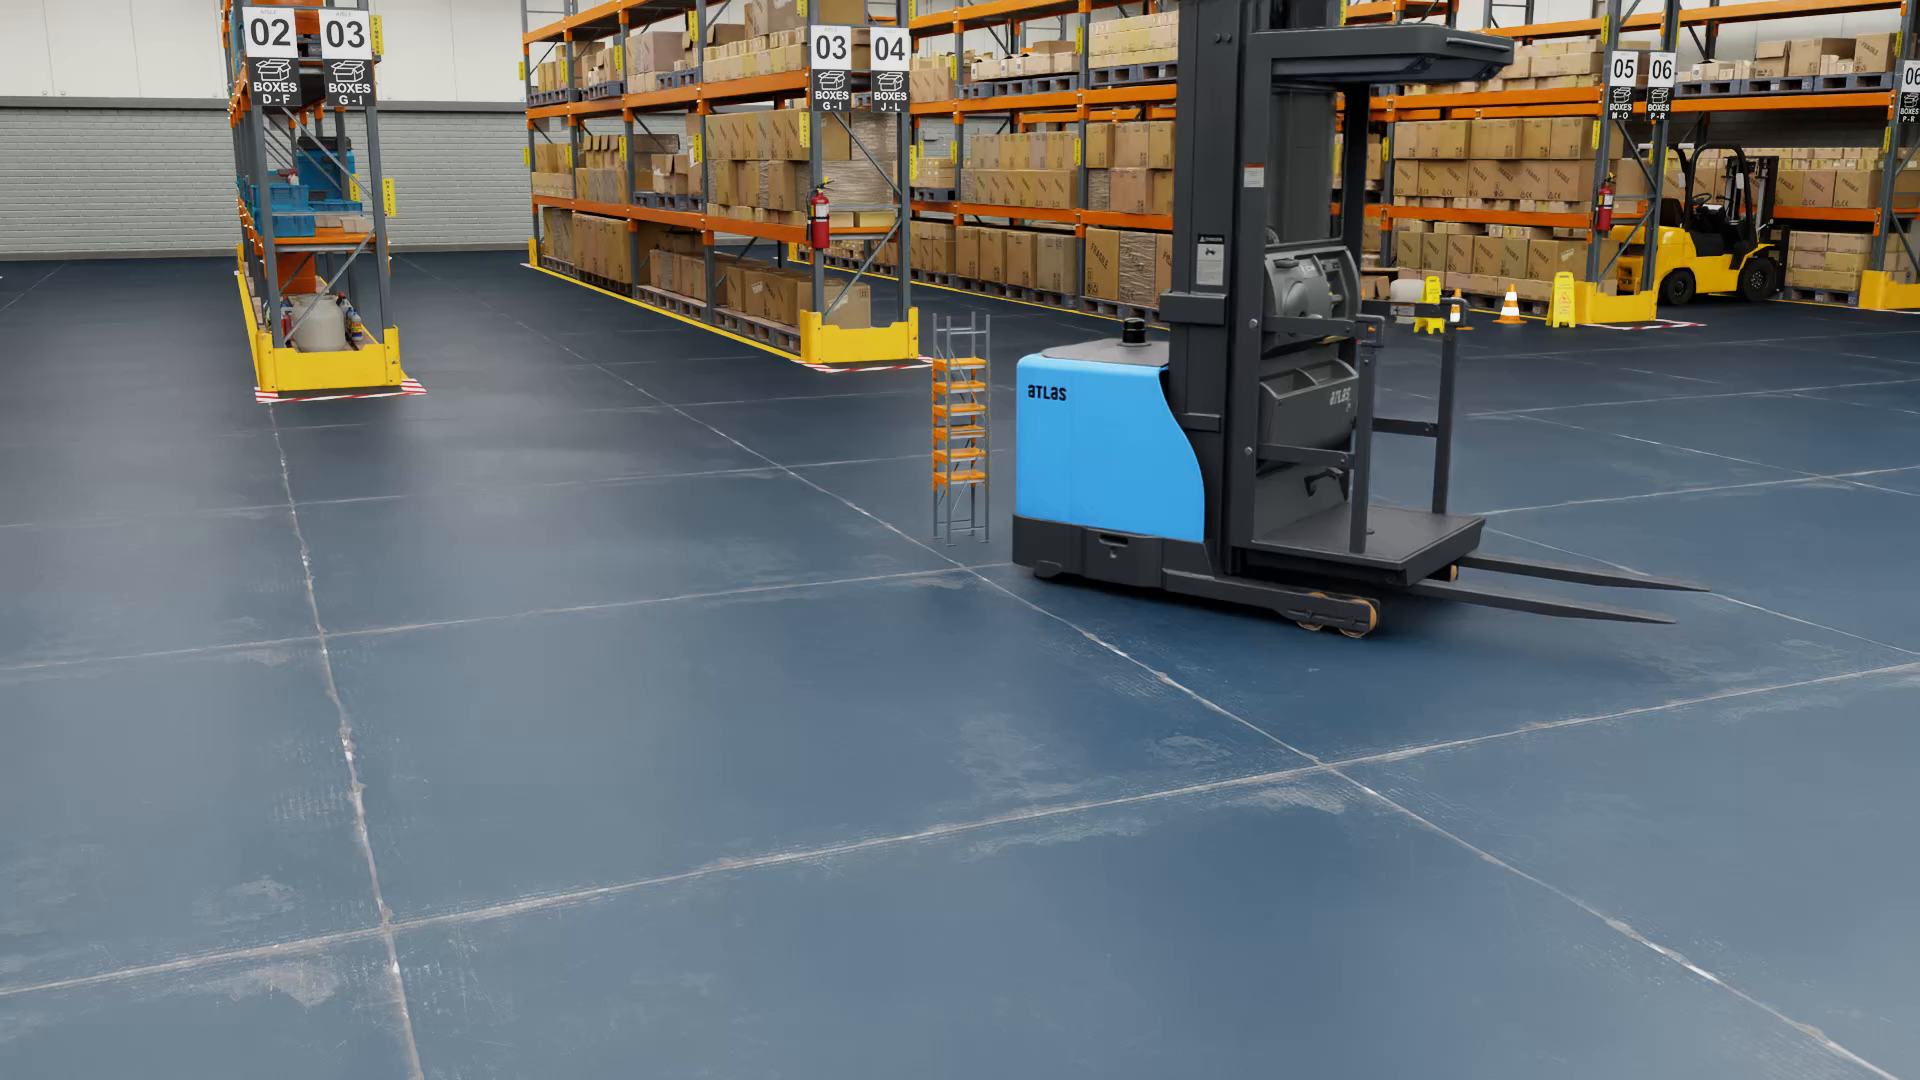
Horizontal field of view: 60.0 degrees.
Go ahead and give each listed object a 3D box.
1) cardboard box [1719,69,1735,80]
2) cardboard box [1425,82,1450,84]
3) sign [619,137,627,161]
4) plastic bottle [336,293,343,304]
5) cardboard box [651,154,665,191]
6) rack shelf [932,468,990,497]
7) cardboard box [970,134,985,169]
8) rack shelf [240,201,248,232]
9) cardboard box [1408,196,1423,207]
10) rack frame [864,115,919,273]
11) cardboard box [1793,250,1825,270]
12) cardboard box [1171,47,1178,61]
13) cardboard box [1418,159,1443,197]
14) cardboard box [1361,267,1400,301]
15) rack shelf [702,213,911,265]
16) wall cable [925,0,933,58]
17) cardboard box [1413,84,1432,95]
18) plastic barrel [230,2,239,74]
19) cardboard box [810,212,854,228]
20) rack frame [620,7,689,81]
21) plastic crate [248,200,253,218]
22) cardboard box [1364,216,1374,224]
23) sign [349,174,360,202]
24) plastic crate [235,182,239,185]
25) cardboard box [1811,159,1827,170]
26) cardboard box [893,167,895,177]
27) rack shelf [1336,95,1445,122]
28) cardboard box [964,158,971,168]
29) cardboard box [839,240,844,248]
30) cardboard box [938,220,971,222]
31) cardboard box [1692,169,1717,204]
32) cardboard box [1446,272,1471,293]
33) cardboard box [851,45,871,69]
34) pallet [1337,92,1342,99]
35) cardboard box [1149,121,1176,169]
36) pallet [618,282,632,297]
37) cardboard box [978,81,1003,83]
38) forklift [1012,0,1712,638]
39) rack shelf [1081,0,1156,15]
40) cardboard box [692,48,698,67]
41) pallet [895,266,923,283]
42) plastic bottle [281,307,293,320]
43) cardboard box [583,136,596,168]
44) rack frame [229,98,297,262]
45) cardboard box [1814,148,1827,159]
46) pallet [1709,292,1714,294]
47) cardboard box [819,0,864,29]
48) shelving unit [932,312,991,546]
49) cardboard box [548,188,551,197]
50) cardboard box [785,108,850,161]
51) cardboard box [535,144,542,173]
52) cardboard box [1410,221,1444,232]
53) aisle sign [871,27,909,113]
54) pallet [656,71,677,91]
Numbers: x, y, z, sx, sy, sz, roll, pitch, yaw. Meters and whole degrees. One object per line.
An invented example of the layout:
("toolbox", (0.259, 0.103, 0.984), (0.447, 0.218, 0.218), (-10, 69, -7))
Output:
("cardboard box", (11.258, -6.751, 24.138), (0.380, 0.149, 0.250), (-5, 14, -21))
("cardboard box", (6.643, -6.300, 22.460), (0.500, 0.250, 0.500), (-6, 14, -23))
("sign", (-4.687, -5.433, 23.125), (0.100, 0.325, 0.005), (-6, 14, -23))
("plastic bottle", (-6.594, -2.463, 17.758), (0.144, 0.351, 0.185), (-6, 14, -24))
("cardboard box", (-3.927, -5.065, 22.950), (0.500, 0.500, 0.500), (-8, 15, -30))
("rack shelf", (0.006, -0.304, 8.786), (0.258, 0.103, 0.180), (-6, 14, -23))
("cardboard box", (0.576, -5.789, 24.792), (0.700, 0.500, 0.500), (-6, 14, -23))
("rack shelf", (-9.519, -4.535, 23.408), (1.077, 0.370, 4.000), (-6, 14, -23))
("cardboard box", (6.483, -4.725, 23.188), (0.380, 0.149, 0.250), (-5, 14, -21))
("rack frame", (-1.197, -6.173, 28.891), (1.000, 3.000, 0.127), (-6, 14, -23))
("cardboard box", (11.979, -3.897, 23.112), (0.500, 0.250, 0.500), (-6, 14, -24))
("cardboard box", (2.657, -5.587, 19.109), (0.380, 0.149, 0.250), (-6, 14, -23))
("cardboard box", (6.646, -4.964, 22.786), (0.500, 0.500, 0.500), (-6, 14, -23))
("cardboard box", (5.685, -3.428, 22.566), (0.500, 0.500, 0.500), (4, 14, 16))
("rack shelf", (-1.777, -3.330, 18.200), (1.077, 0.370, 4.000), (-6, 14, -23))
("wall cable", (-0.841, -11.540, 38.775), (0.463, 3.000, 0.029), (-6, 14, -23))
("cardboard box", (6.454, -6.182, 22.831), (0.380, 0.149, 0.250), (-6, 14, -23))
("plastic barrel", (-7.519, -5.437, 17.946), (0.600, 0.901, 0.708), (-6, 14, -23))
("cardboard box", (-1.279, -3.185, 16.536), (0.380, 0.149, 0.250), (-6, 14, -23))
("rack frame", (-4.180, -7.843, 22.798), (1.000, 3.000, 0.127), (-6, 14, -23))
("plastic crate", (-8.072, -3.877, 19.440), (0.450, 0.188, 0.662), (-6, 14, -23))
("cardboard box", (8.039, -6.193, 32.149), (0.380, 0.149, 0.250), (-6, 15, -26))
("sign", (-6.608, -3.828, 18.145), (0.100, 0.325, 0.005), (-6, 14, -23))
("plastic crate", (-11.862, -5.856, 27.759), (0.416, 0.233, 0.300), (-6, 14, -23))
("cardboard box", (11.989, -5.184, 22.955), (0.380, 0.149, 0.250), (-6, 14, -23))
("cardboard box", (-0.931, -6.007, 27.138), (0.380, 0.149, 0.250), (-6, 14, -24))
("rack shelf", (5.701, -6.513, 25.300), (1.077, 0.370, 4.000), (-6, 14, -23))
("cardboard box", (0.287, -5.887, 25.961), (0.380, 0.149, 0.250), (-6, 14, -24))
("cardboard box", (-1.989, -5.390, 30.240), (0.380, 0.149, 0.250), (-5, 14, -22))
("cardboard box", (-0.039, -5.072, 27.080), (0.500, 0.250, 0.500), (-6, 14, -23))
("cardboard box", (11.211, -5.265, 24.744), (0.500, 0.500, 0.500), (-5, 14, -22))
("cardboard box", (6.930, -3.489, 22.458), (0.500, 0.250, 0.500), (-6, 14, -24))
("cardboard box", (-0.932, -4.778, 16.543), (0.500, 0.250, 0.500), (-5, 14, -21))
("pallet", (5.934, -6.710, 24.972), (1.213, 0.211, 1.003), (-6, 14, -23))
("cardboard box", (2.760, -4.705, 19.817), (0.875, 0.550, 0.500), (-6, 14, -23))
("pallet", (-4.427, -3.731, 24.522), (1.003, 0.211, 1.213), (-6, 14, -23))
("cardboard box", (0.420, -6.999, 25.584), (0.500, 0.500, 0.500), (-6, 14, -23))
("forklift", (1.750, -1.147, 7.327), (3.031, 2.935, 1.130), (9, 16, 34))
("rack shelf", (2.808, -6.485, 19.414), (1.077, 0.370, 4.000), (-6, 14, -23))
("cardboard box", (-3.046, -5.879, 20.334), (0.396, 0.266, 0.258), (-5, 14, -21))
("pallet", (-0.392, -4.402, 27.420), (1.003, 0.211, 1.213), (-6, 14, -23))
("plastic bottle", (-6.801, -2.221, 16.878), (0.152, 0.276, 0.135), (-6, 14, -23))
("cardboard box", (-5.519, -6.152, 26.354), (0.797, 0.503, 0.637), (-6, 14, -24))
("rack frame", (-11.923, -6.125, 28.683), (1.000, 3.000, 0.127), (-6, 14, -23))
("cardboard box", (12.026, -5.334, 22.943), (0.380, 0.149, 0.250), (-6, 14, -23))
("pallet", (11.329, -3.911, 25.300), (1.003, 0.211, 1.213), (-6, 14, -23))
("cardboard box", (-1.323, -5.497, 17.325), (0.500, 0.500, 0.500), (-6, 14, -23))
("shelving unit", (0.006, -0.582, 8.722), (0.258, 1.200, 0.189), (-6, 14, -23))
("cardboard box", (-6.928, -6.029, 28.826), (0.380, 0.149, 0.250), (-6, 14, -24))
("cardboard box", (-1.422, -4.039, 16.570), (0.500, 0.500, 0.500), (-6, 14, -23))
("cardboard box", (-7.240, -6.783, 29.535), (0.500, 0.500, 0.500), (-6, 14, -24))
("cardboard box", (6.486, -4.357, 23.110), (0.380, 0.149, 0.250), (-5, 14, -22))
("aisle sign", (-0.676, -4.548, 16.102), (0.394, 0.787, 0.004), (-6, 14, -23))
("pallet", (-3.146, -5.814, 21.104), (1.213, 0.211, 1.003), (-6, 14, -23))
